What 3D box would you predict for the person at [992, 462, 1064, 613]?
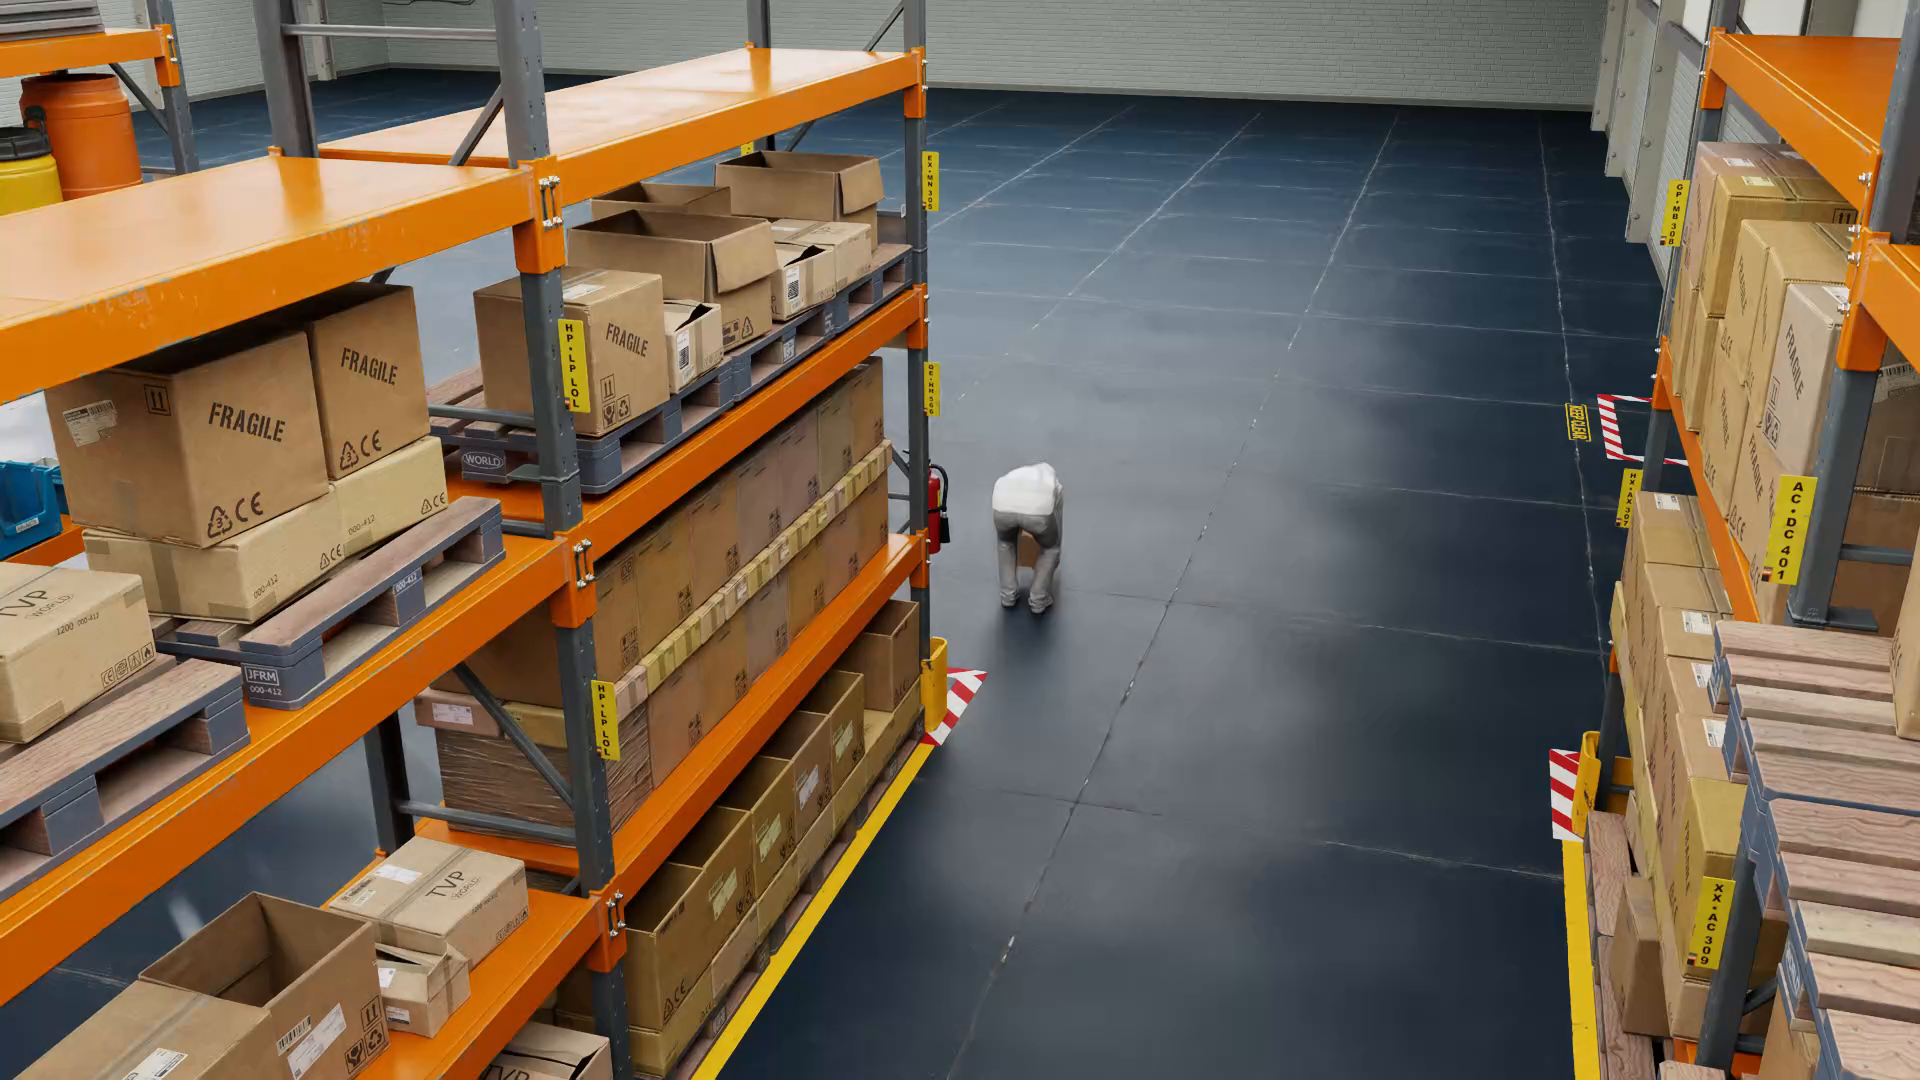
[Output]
[{"bbox_3d":[0.528,-0.089,12.243,0.479,1.054,1.006,5,22,13],"label":"person"}]
